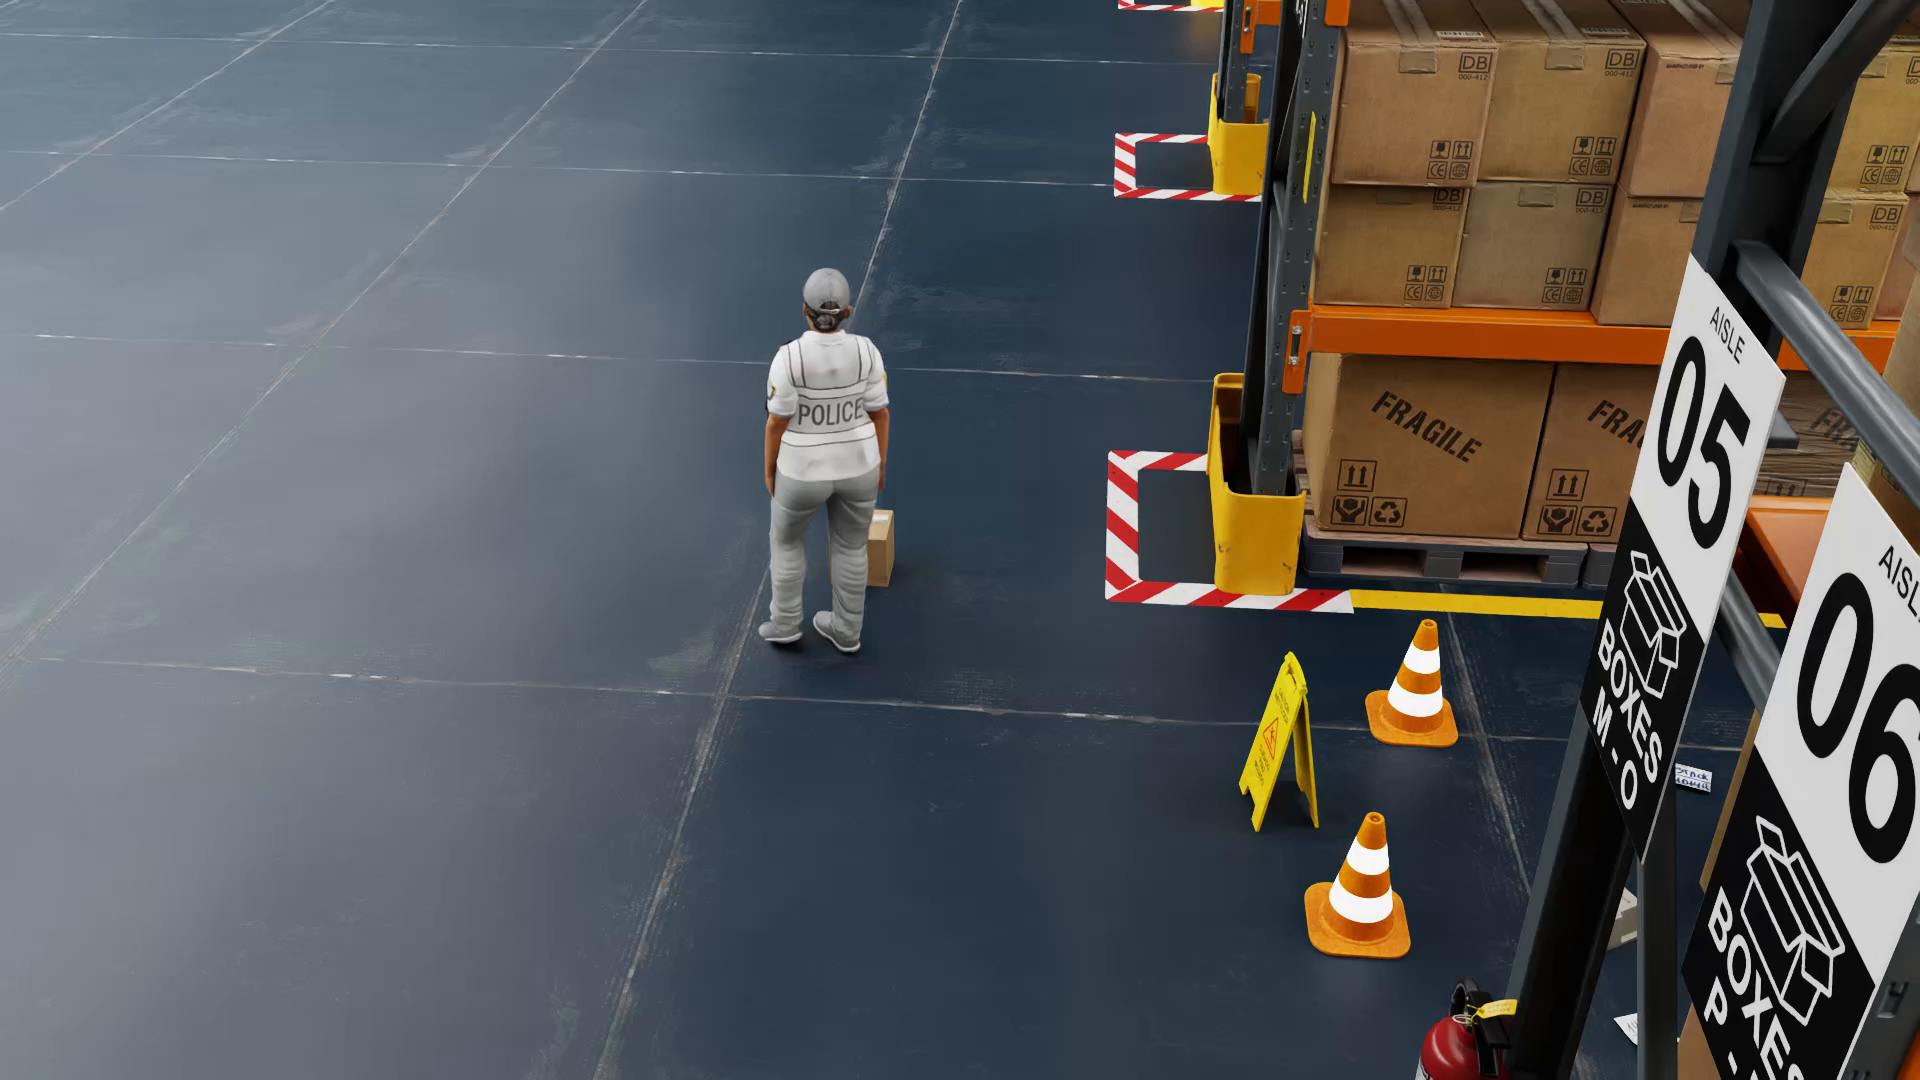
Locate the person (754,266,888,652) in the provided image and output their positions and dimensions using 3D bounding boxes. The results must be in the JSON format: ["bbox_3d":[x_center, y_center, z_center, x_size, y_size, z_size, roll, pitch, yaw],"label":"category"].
[{"bbox_3d":[-0.577,-0.299,6.631,0.558,1.701,0.476,-8,33,-13],"label":"person"}]
